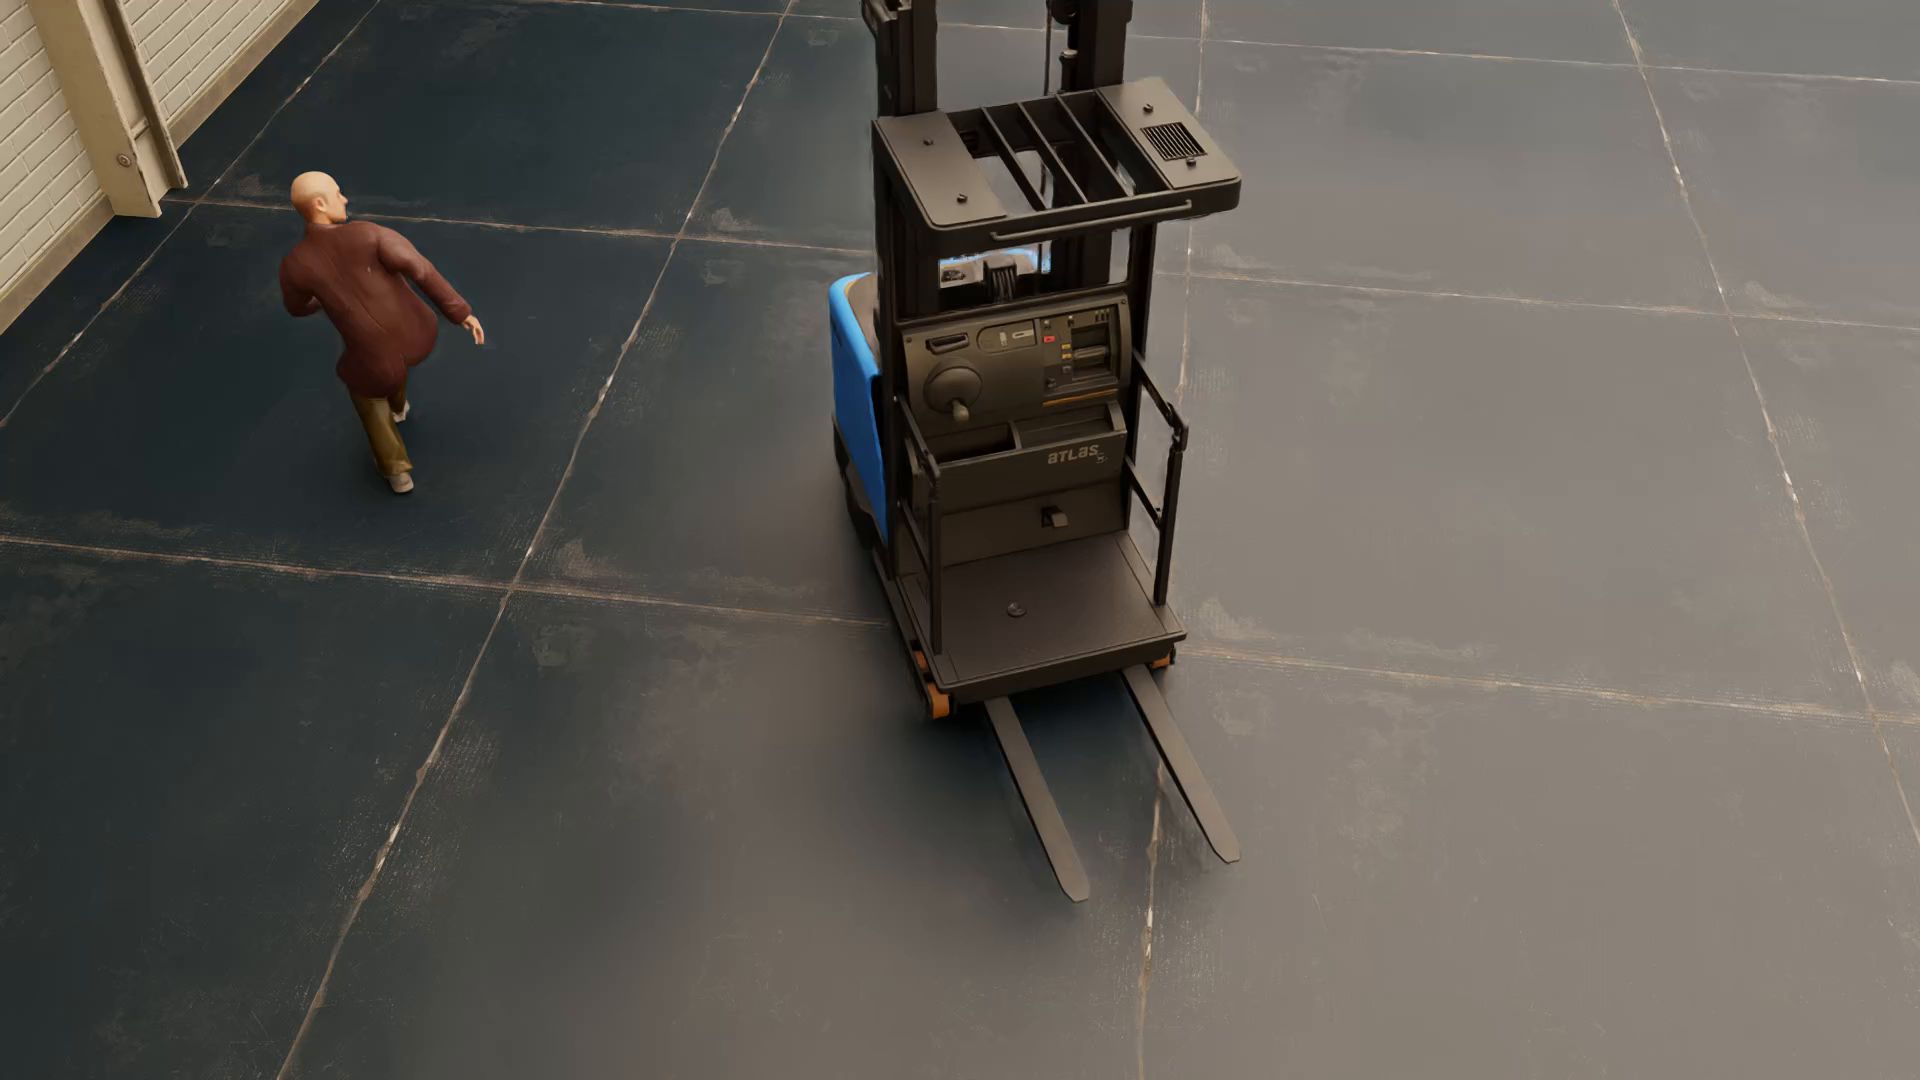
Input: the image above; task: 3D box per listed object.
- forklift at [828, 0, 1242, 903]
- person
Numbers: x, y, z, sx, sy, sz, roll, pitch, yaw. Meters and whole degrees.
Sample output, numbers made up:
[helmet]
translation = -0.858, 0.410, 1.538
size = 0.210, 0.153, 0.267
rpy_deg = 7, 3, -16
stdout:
[forklift]
translation = 0.296, -0.628, 6.408
size = 1.130, 2.935, 3.031
rpy_deg = -12, 44, -12
[person]
translation = -2.741, -1.056, 7.895
size = 0.806, 1.584, 0.818
rpy_deg = -18, 45, -18
